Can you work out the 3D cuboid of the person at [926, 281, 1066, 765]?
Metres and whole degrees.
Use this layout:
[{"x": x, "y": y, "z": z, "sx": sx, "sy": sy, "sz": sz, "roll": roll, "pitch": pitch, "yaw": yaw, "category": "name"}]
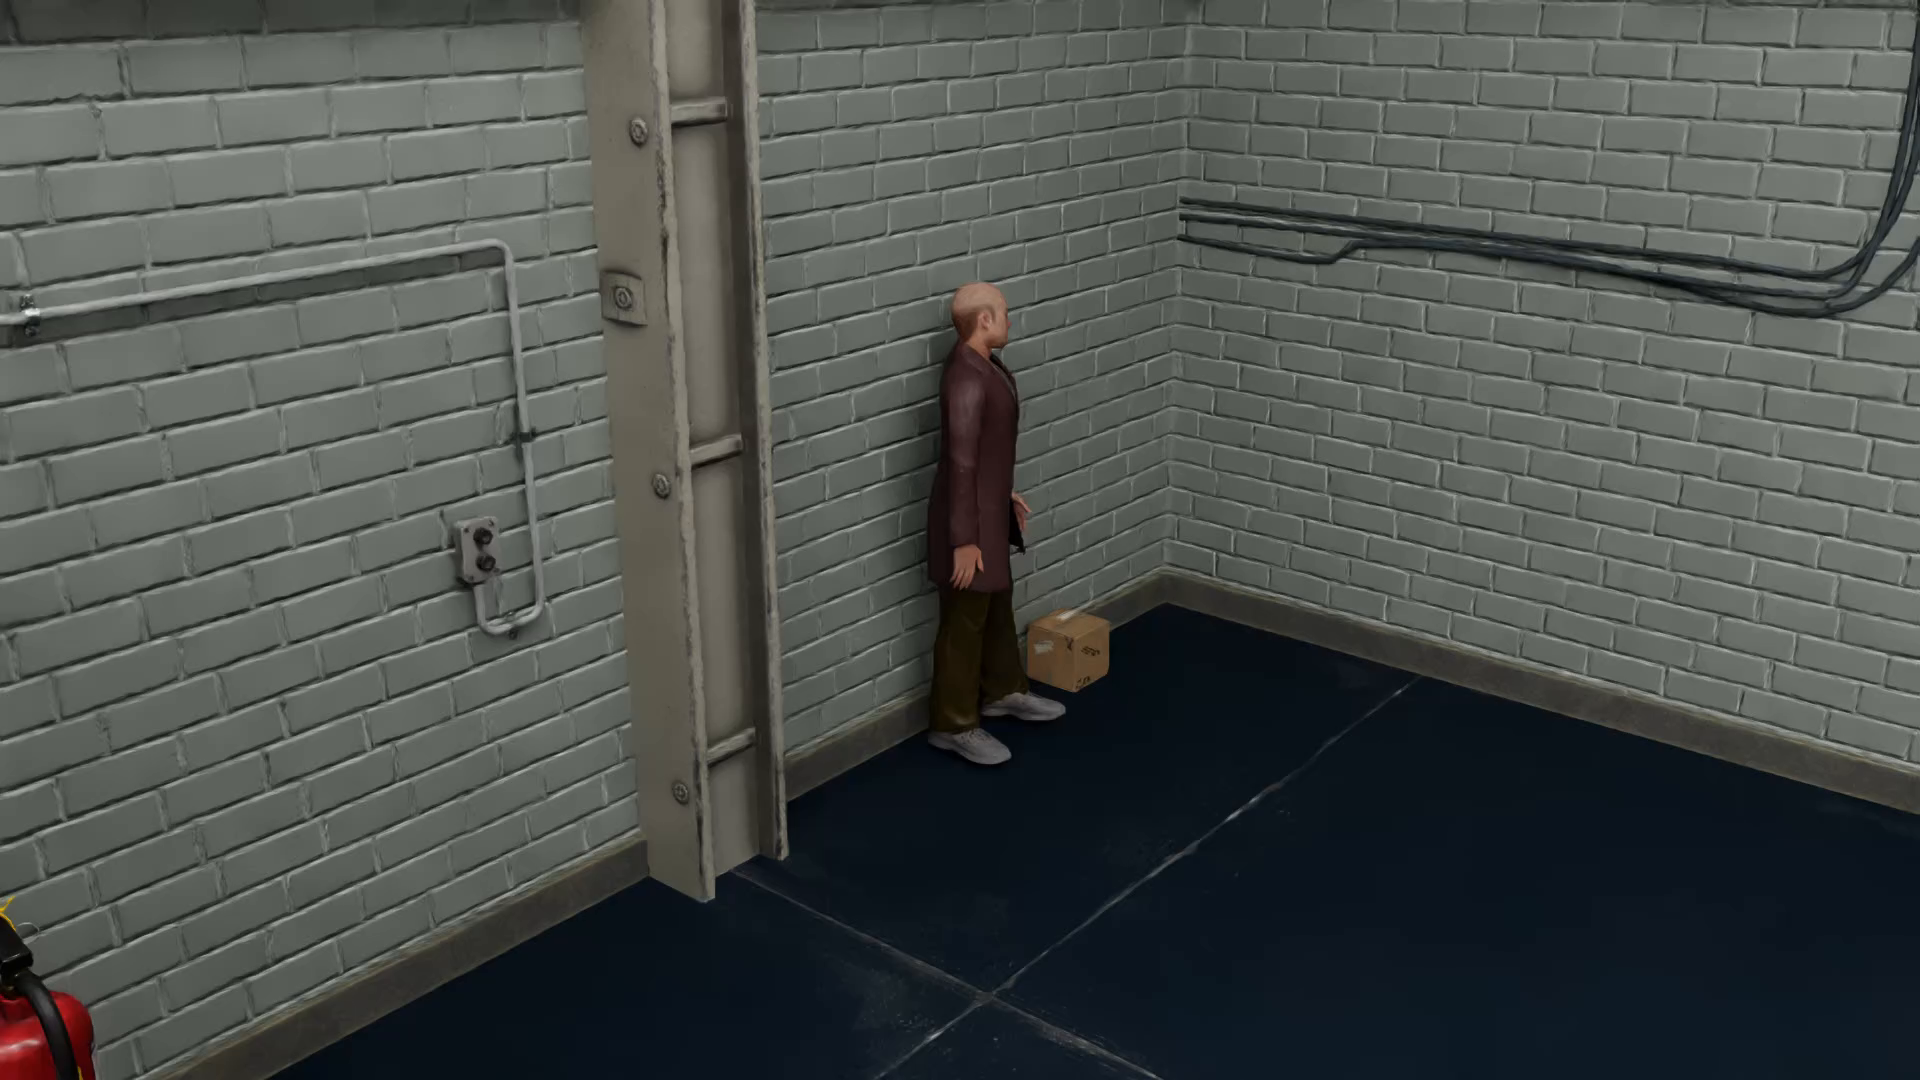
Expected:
[{"x": 0.144, "y": -0.067, "z": 6.205, "sx": 0.535, "sy": 1.787, "sz": 0.634, "roll": 2, "pitch": 20, "yaw": 5, "category": "person"}]
